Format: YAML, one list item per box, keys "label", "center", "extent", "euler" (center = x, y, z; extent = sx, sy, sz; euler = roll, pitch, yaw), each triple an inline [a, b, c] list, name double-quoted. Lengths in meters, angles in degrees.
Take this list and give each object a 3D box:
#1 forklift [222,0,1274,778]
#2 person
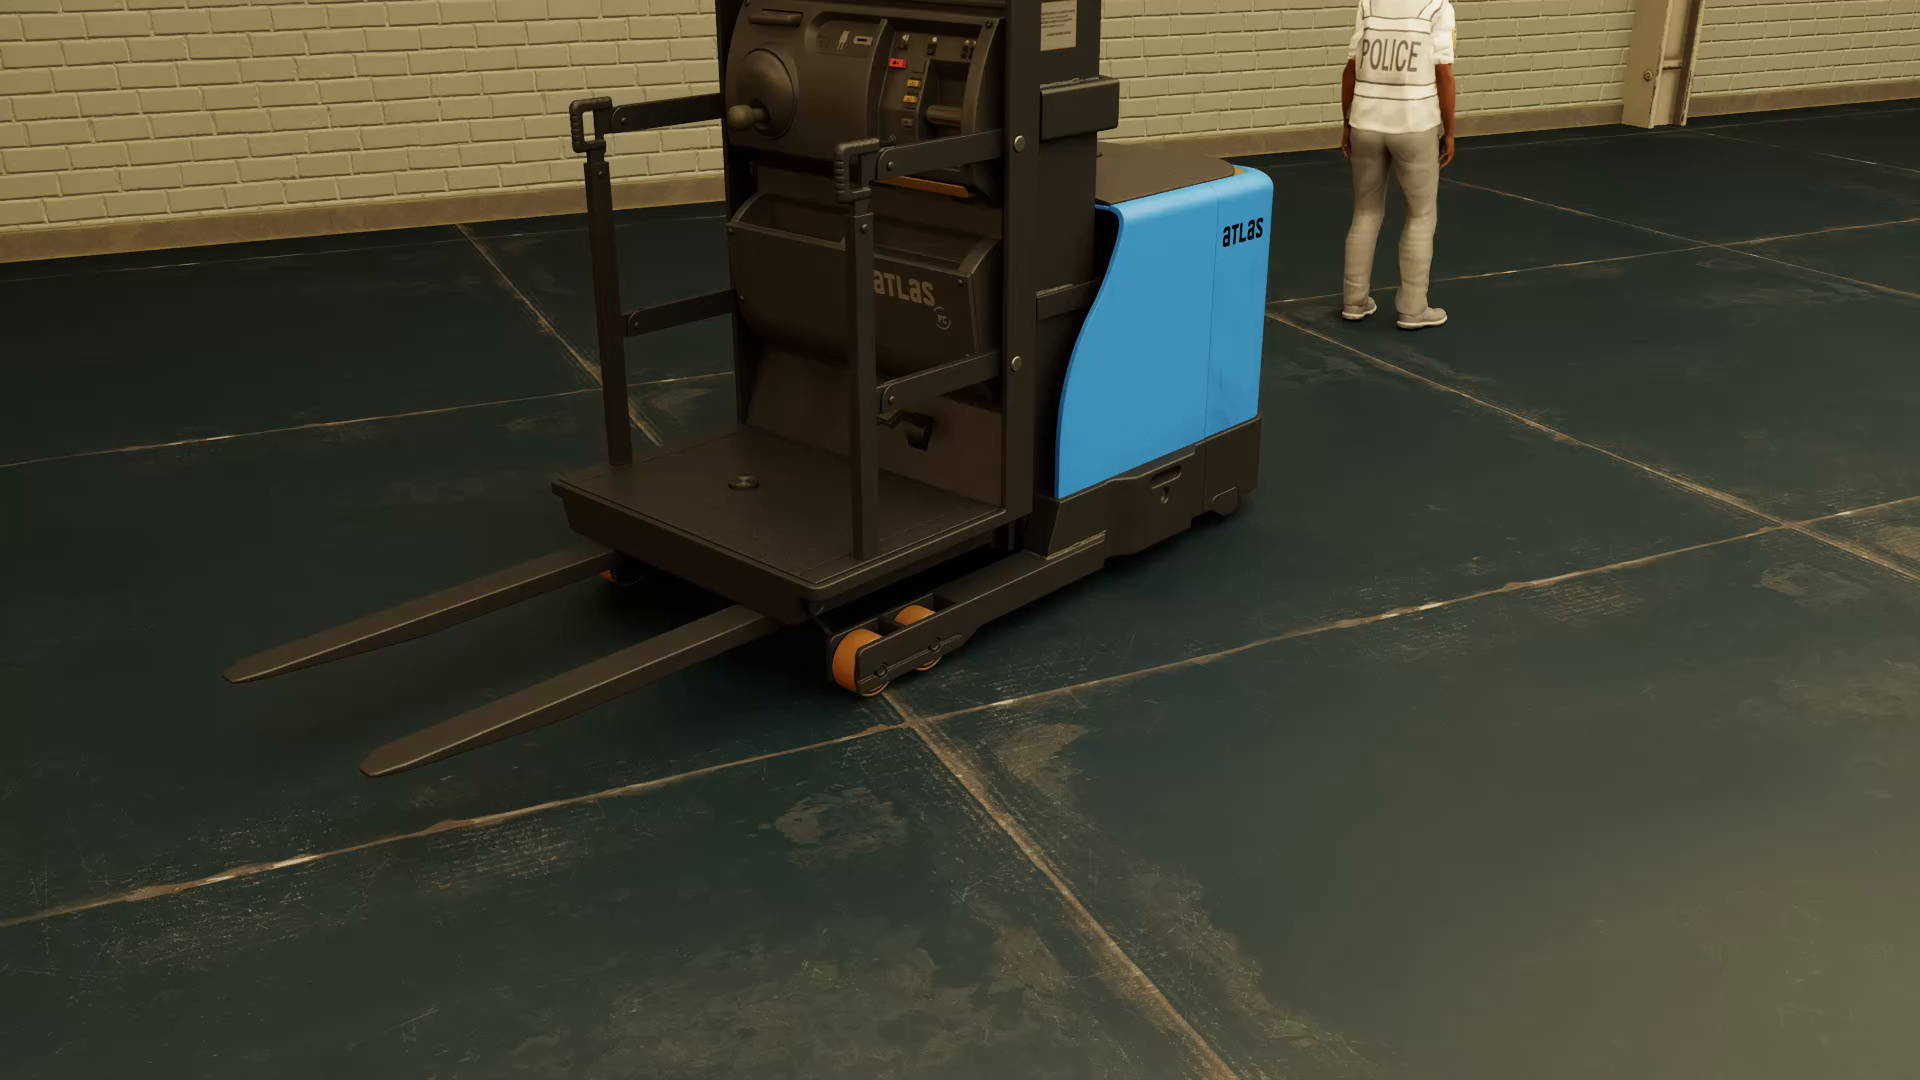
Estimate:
- label: "forklift"
  center: [-0.413, -1.182, 4.131]
  extent: [1.130, 2.935, 3.031]
  euler: [19, 29, 39]
- label: "person"
  center: [1.897, -1.761, 7.180]
  extent: [0.532, 1.664, 0.391]
  euler: [15, 27, 32]
